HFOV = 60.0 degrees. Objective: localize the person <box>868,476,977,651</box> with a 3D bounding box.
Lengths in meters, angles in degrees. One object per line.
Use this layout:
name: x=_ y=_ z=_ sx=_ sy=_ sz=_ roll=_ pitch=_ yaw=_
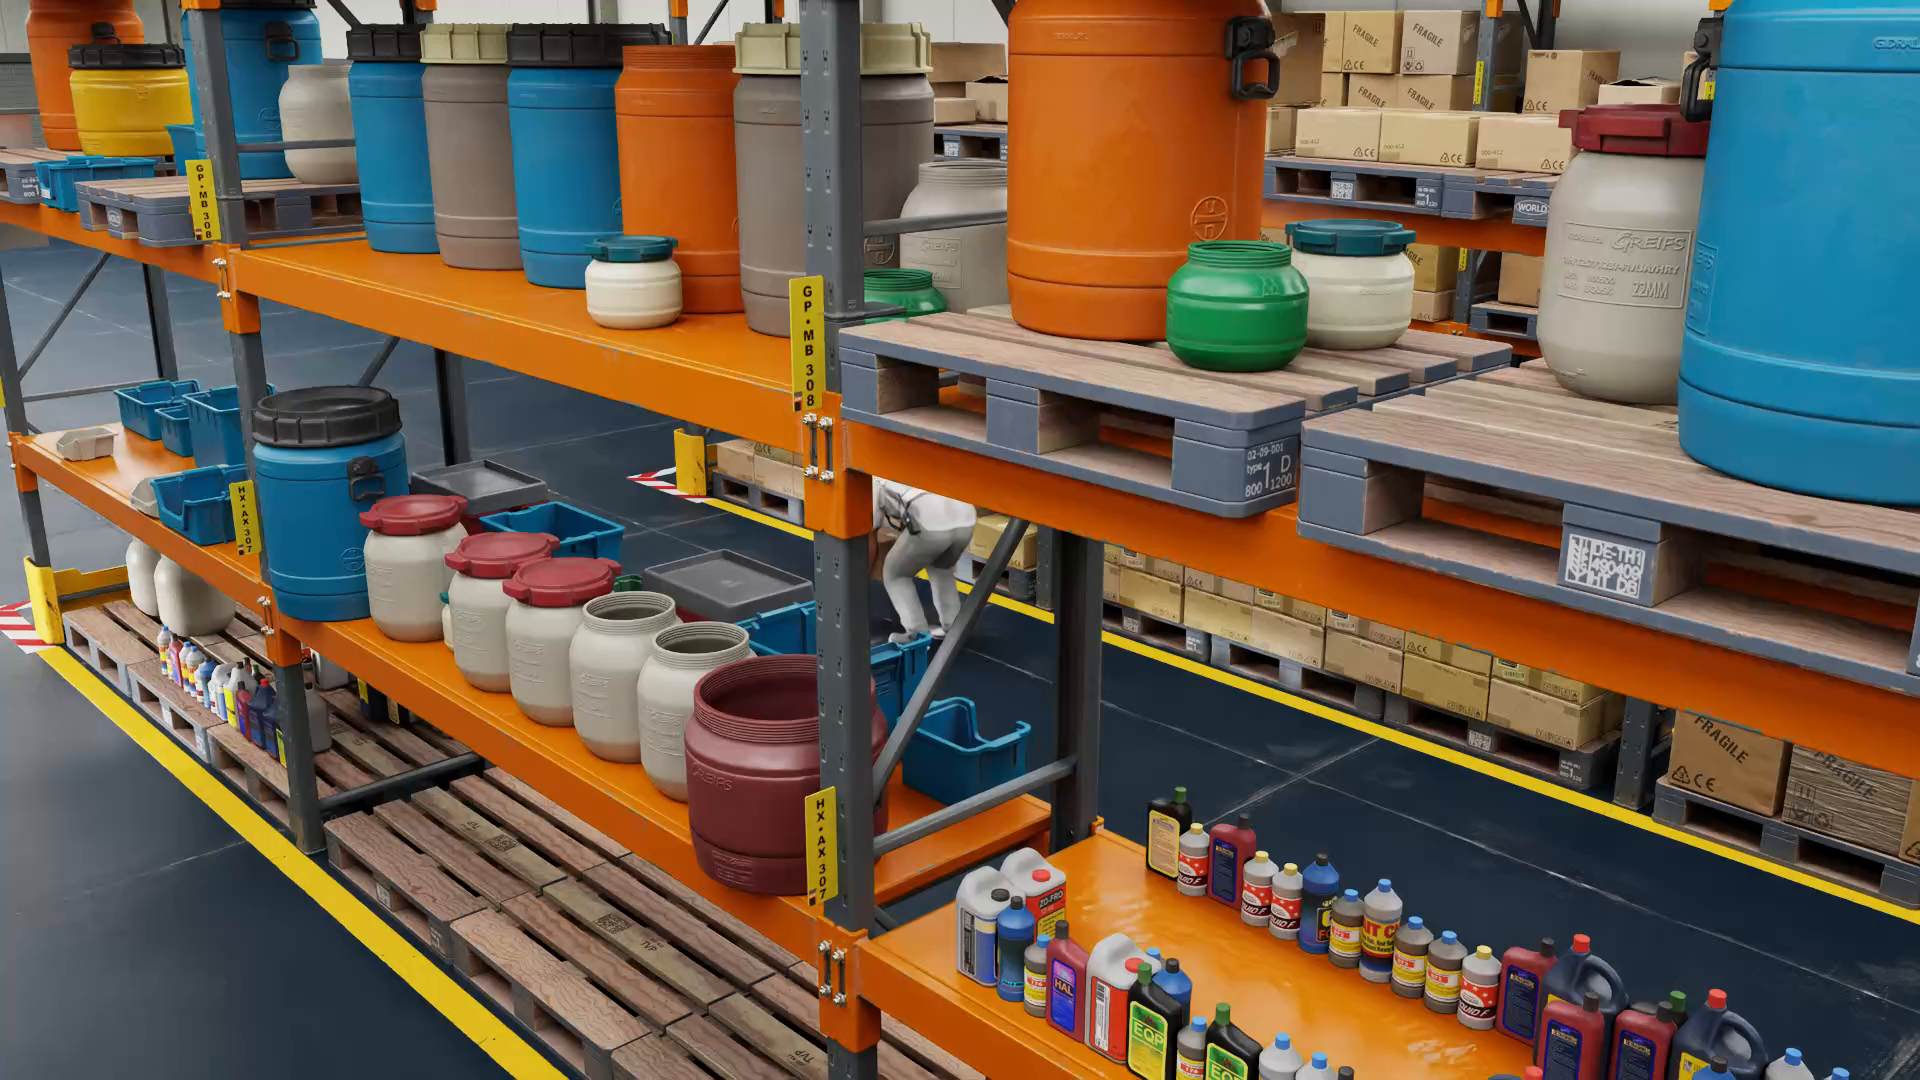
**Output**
person: x=-0.342 y=0.028 z=10.358 sx=0.511 sy=1.215 sz=0.994 roll=-15 pitch=23 yaw=-40
